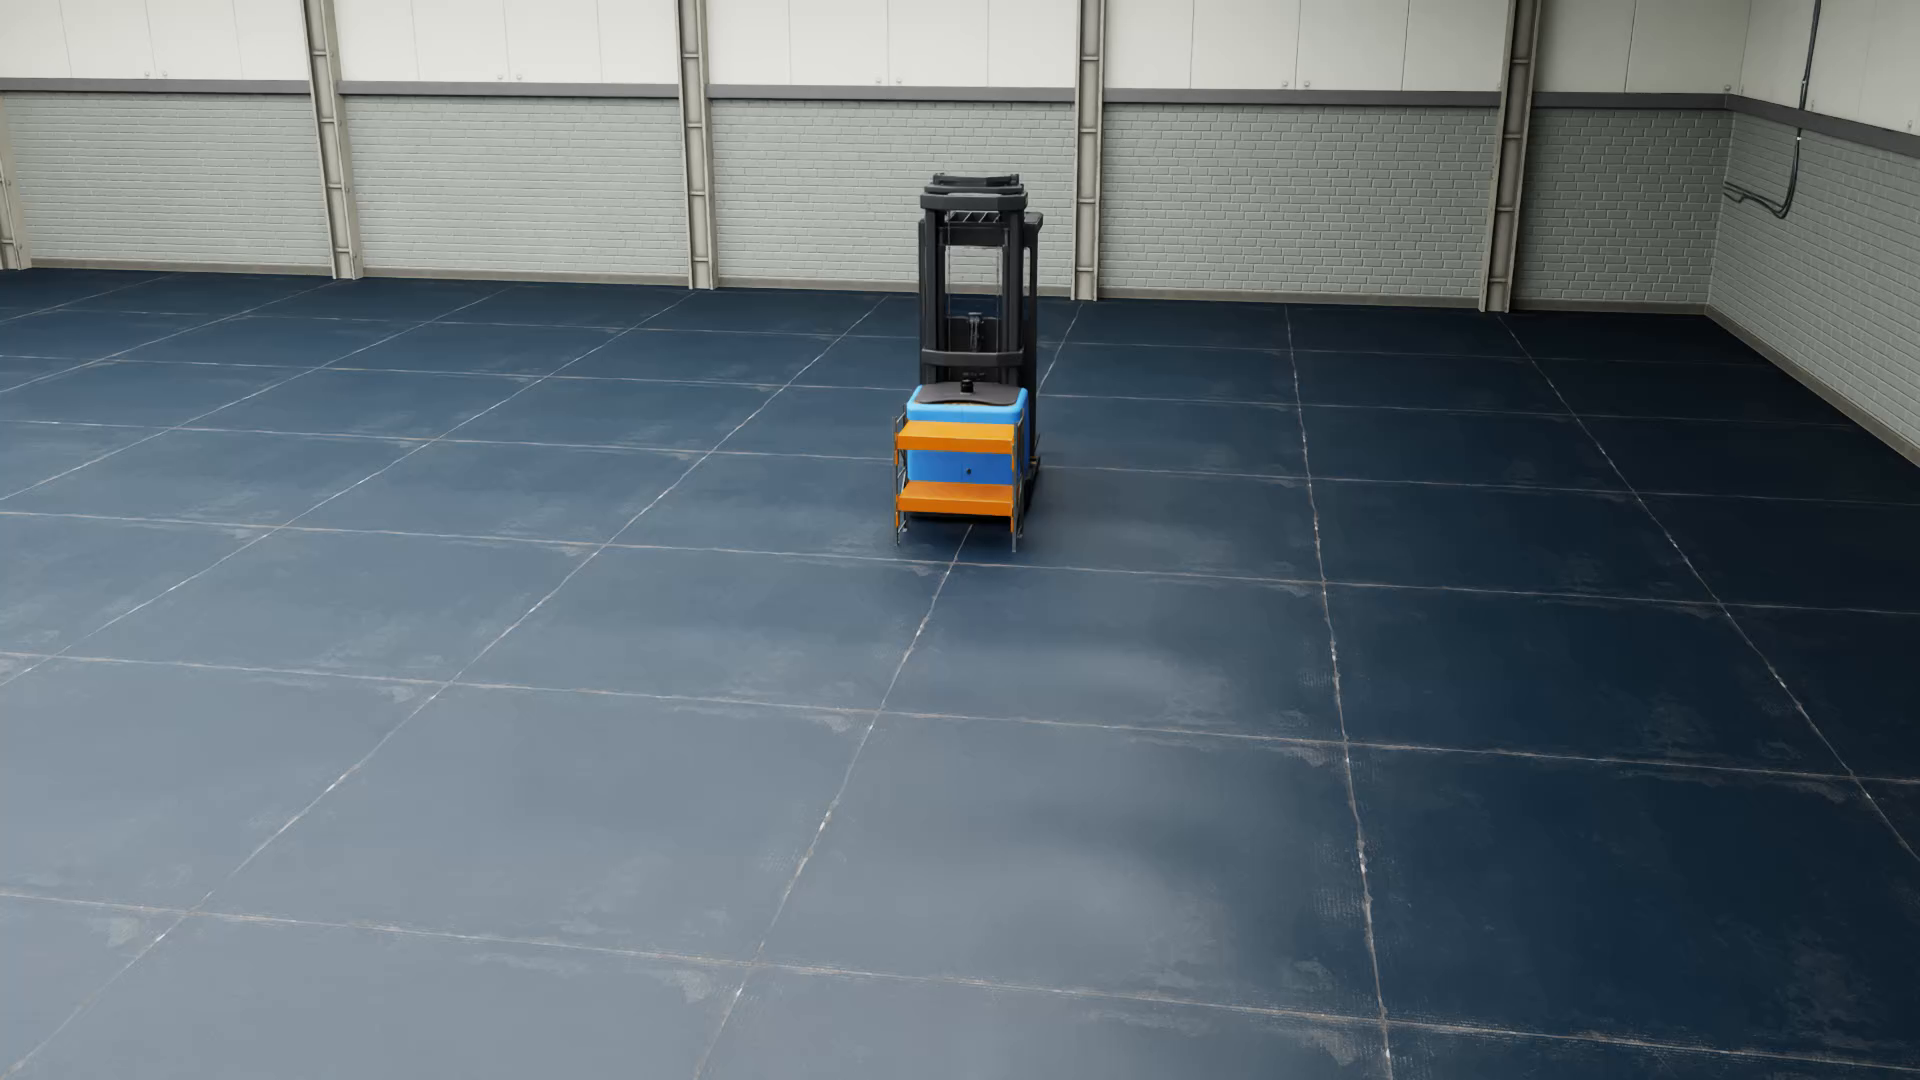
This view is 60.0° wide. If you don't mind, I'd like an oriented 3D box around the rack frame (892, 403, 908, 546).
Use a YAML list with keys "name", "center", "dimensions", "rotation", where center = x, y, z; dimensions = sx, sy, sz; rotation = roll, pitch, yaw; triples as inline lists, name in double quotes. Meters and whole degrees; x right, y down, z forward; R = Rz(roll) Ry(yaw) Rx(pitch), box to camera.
- name: "rack frame"
  center: [-0.509, -0.559, 14.202]
  dimensions: [0.032, 1.125, 0.500]
  rotation: [3, 19, 9]

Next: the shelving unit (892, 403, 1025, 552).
- name: "shelving unit"
  center: [-0.007, -0.534, 14.126]
  dimensions: [1.048, 1.125, 0.538]
  rotation: [3, 19, 9]

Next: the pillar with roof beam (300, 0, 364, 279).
- name: "pillar with roof beam"
  center: [-10.635, -7.193, 21.620]
  dimensions: [0.400, 9.000, 9.100]
  rotation: [3, 19, 9]

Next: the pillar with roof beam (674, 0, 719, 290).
- name: "pillar with roof beam"
  center: [-4.711, -6.891, 20.717]
  dimensions: [0.400, 9.000, 9.100]
  rotation: [3, 19, 9]

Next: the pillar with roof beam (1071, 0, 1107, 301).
- name: "pillar with roof beam"
  center: [1.213, -6.589, 19.815]
  dimensions: [0.400, 9.000, 9.100]
  rotation: [3, 19, 9]

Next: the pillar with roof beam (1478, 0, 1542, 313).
- name: "pillar with roof beam"
  center: [7.137, -6.287, 18.912]
  dimensions: [0.400, 9.000, 9.100]
  rotation: [3, 19, 9]

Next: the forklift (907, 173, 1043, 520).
- name: "forklift"
  center: [0.193, -1.991, 15.636]
  dimensions: [1.130, 2.935, 3.031]
  rotation: [2, 19, 6]

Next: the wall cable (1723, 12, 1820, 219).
- name: "wall cable"
  center: [10.518, -5.601, 21.754]
  dimensions: [0.112, 2.526, 3.097]
  rotation: [3, 19, 9]

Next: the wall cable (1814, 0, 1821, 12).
- name: "wall cable"
  center: [10.089, -7.149, 18.420]
  dimensions: [0.112, 2.526, 3.097]
  rotation: [3, 19, 9]

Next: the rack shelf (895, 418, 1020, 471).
- name: "rack shelf"
  center: [-0.007, -0.811, 14.033]
  dimensions: [1.000, 0.278, 0.538]
  rotation: [3, 19, 9]

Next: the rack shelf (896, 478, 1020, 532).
- name: "rack shelf"
  center: [-0.007, -0.302, 14.203]
  dimensions: [1.000, 0.278, 0.538]
  rotation: [3, 19, 9]

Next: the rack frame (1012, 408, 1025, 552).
- name: "rack frame"
  center: [0.495, -0.508, 14.049]
  dimensions: [0.032, 1.125, 0.500]
  rotation: [3, 19, 9]

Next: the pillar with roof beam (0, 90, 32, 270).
- name: "pillar with roof beam"
  center: [-16.559, -7.495, 22.522]
  dimensions: [0.400, 9.000, 9.100]
  rotation: [3, 19, 9]
